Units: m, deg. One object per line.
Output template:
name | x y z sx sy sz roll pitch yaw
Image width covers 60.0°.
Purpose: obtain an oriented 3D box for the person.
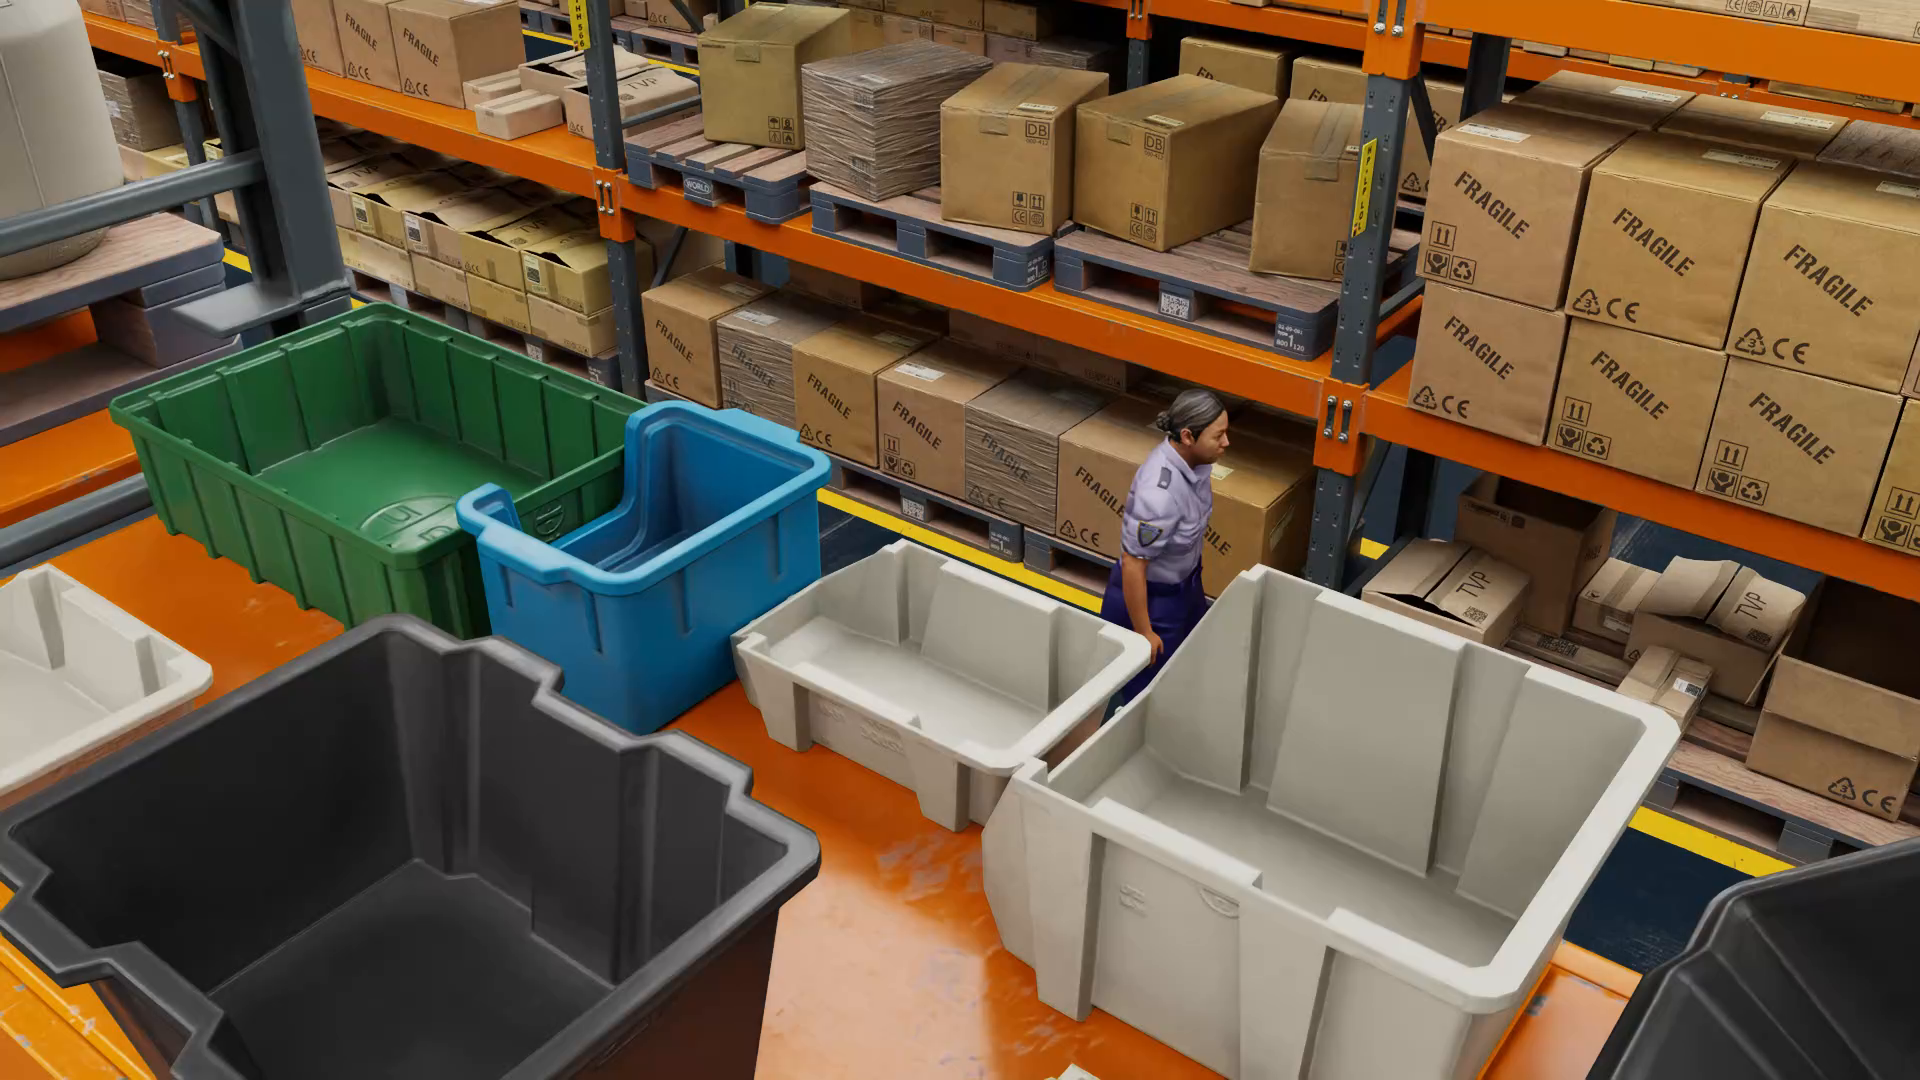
person | 0.723 0.234 5.753 0.425 1.650 0.554 14 34 23
